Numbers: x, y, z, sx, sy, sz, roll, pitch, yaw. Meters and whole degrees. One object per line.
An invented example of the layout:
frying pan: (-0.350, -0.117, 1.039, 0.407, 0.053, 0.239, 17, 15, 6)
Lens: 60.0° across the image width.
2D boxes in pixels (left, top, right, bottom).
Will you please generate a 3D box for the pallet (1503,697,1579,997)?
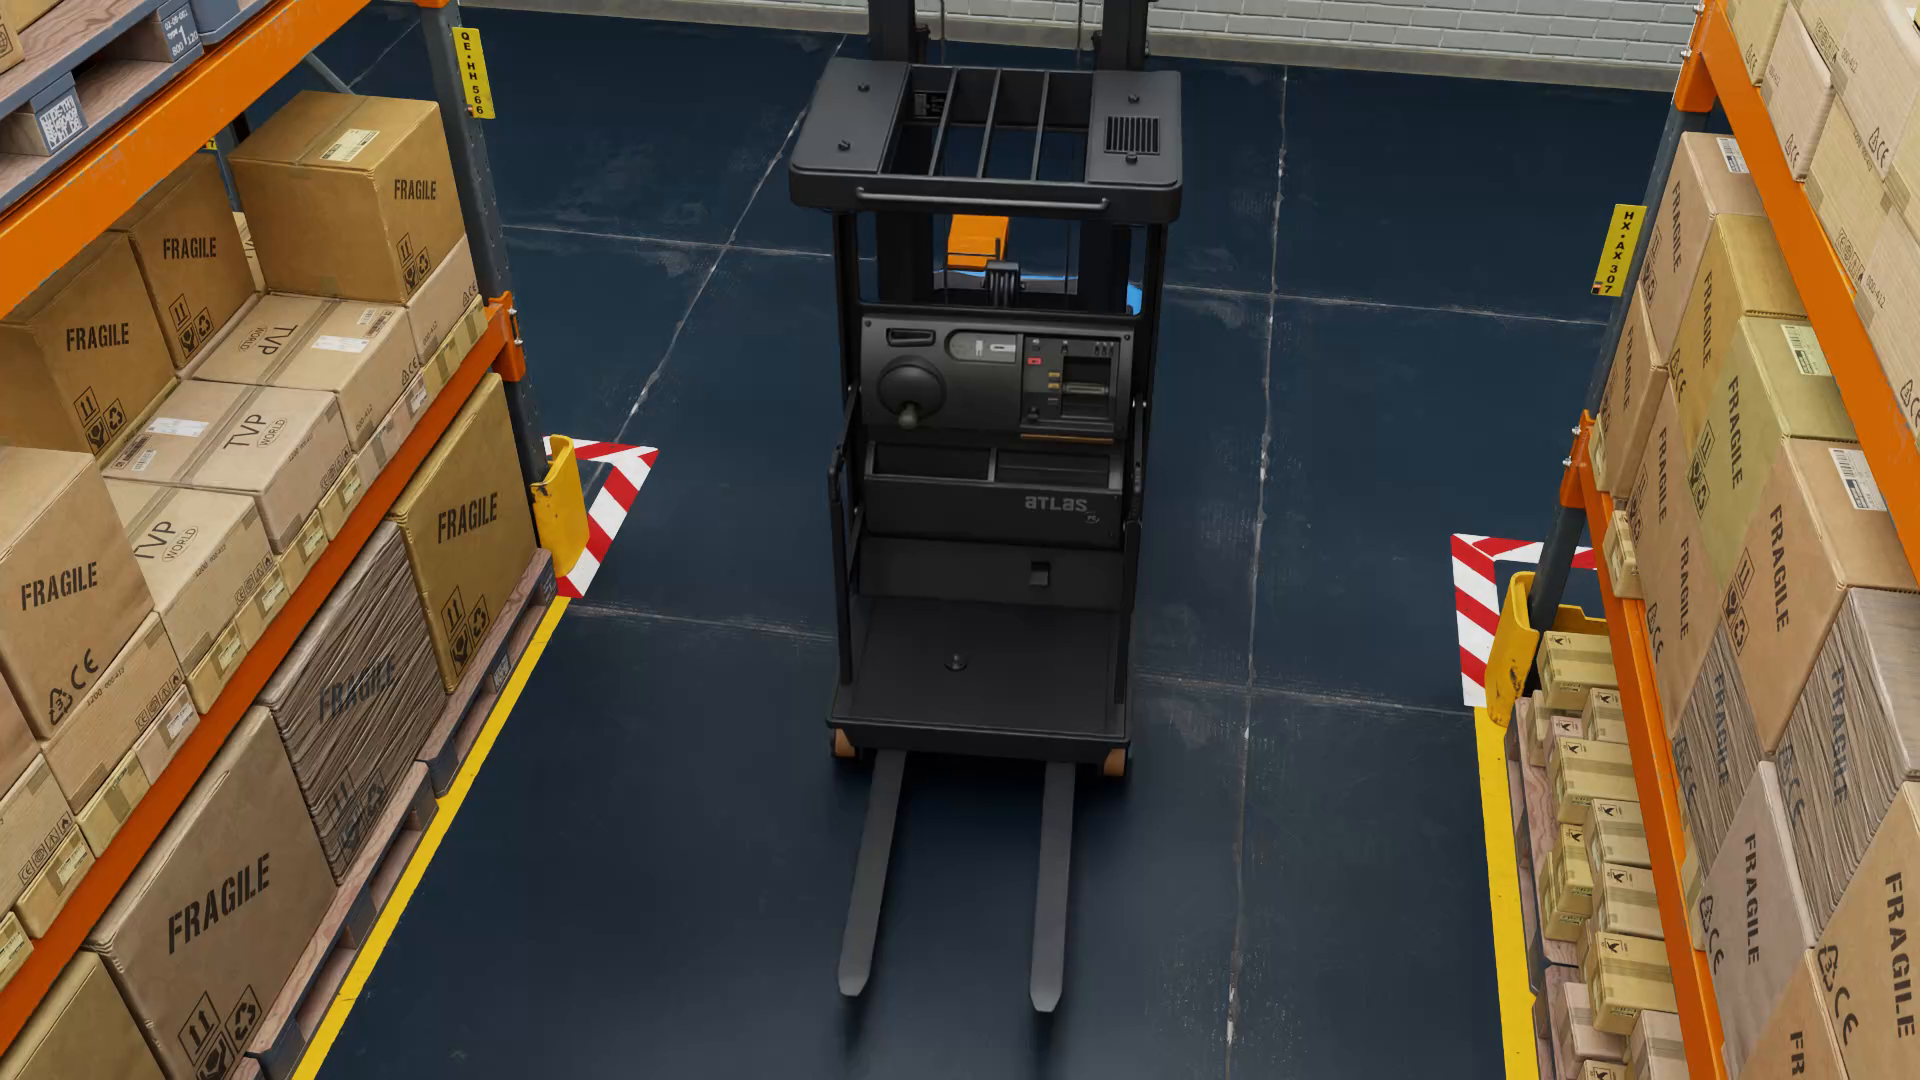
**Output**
pallet: (2.463, 1.095, 5.760, 1.003, 0.211, 1.213, 6, 40, 8)

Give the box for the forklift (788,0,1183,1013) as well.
forklift: (0.105, -0.480, 5.530, 1.130, 2.935, 3.031, 4, 40, 4)

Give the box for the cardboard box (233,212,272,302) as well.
cardboard box: (-2.565, -0.929, 5.904, 0.500, 0.250, 0.500, 5, 40, 6)

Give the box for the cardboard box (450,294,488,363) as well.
cardboard box: (-1.954, -0.787, 6.045, 0.380, 0.149, 0.250, 7, 40, 9)

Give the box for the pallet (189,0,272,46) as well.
pallet: (-2.334, -1.799, 4.787, 1.003, 0.211, 1.213, 6, 40, 8)

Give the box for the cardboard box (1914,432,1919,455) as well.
cardboard box: (1.963, -0.090, 2.769, 0.500, 0.250, 0.500, 6, 40, 7)

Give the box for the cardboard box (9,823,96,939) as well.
cardboard box: (-2.395, 0.819, 4.103, 0.380, 0.149, 0.250, 5, 40, 6)

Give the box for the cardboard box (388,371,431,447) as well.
cardboard box: (-2.042, -0.466, 5.656, 0.380, 0.149, 0.250, 6, 40, 8)

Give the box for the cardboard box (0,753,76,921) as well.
cardboard box: (-2.478, 0.732, 3.895, 0.500, 0.250, 0.500, 6, 40, 7)

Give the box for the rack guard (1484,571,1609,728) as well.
rack guard: (2.638, 0.478, 6.280, 1.175, 0.500, 0.348, 6, 40, 8)

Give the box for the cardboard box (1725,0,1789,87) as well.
cardboard box: (2.322, -1.378, 4.327, 0.500, 0.250, 0.500, 8, 40, 9)

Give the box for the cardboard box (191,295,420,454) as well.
cardboard box: (-2.127, -0.549, 5.444, 0.500, 0.250, 0.500, 6, 40, 7)

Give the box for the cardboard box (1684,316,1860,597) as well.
cardboard box: (2.119, -0.178, 4.015, 0.500, 0.500, 0.500, 6, 40, 7)

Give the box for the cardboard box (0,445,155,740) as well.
cardboard box: (-2.396, 0.113, 4.055, 0.500, 0.500, 0.500, 5, 40, 6)

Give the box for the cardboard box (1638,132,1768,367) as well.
cardboard box: (2.312, -0.820, 4.791, 0.500, 0.500, 0.500, 6, 40, 7)

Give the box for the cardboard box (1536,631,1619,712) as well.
cardboard box: (2.226, 0.465, 5.774, 0.380, 0.149, 0.250, 5, 40, 6)

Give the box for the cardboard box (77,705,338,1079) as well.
cardboard box: (-2.560, 1.053, 4.960, 0.875, 0.875, 0.875, 6, 40, 8)

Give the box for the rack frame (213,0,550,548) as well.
rack frame: (-2.216, -1.144, 6.279, 1.000, 3.000, 0.127, 6, 40, 8)

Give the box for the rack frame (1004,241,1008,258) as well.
rack frame: (0.096, -1.105, 7.645, 0.240, 1.200, 0.015, 4, 40, 4)

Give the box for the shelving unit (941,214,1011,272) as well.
shelving unit: (0.073, -0.950, 7.458, 0.258, 1.200, 0.503, 4, 40, 4)

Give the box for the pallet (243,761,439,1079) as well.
pallet: (-2.491, 1.205, 5.627, 1.003, 0.211, 1.213, 6, 40, 8)

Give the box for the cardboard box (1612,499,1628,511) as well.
cardboard box: (2.269, -0.105, 5.220, 0.380, 0.149, 0.250, 8, 40, 9)

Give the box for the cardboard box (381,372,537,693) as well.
cardboard box: (-2.248, -0.076, 6.326, 0.875, 0.875, 0.875, 6, 40, 8)

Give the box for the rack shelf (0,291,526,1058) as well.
rack shelf: (-2.562, 0.389, 4.991, 1.077, 0.370, 4.000, 6, 40, 8)

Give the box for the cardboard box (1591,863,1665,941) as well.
cardboard box: (2.108, 1.134, 4.966, 0.380, 0.149, 0.250, 8, 40, 9)

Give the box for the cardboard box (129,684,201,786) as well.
cardboard box: (-2.306, 0.501, 4.487, 0.380, 0.149, 0.250, 7, 40, 8)

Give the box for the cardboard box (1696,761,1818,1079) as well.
cardboard box: (1.943, 0.851, 3.554, 0.500, 0.500, 0.500, 6, 40, 7)

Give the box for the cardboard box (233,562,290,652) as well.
cardboard box: (-2.218, 0.172, 4.885, 0.380, 0.149, 0.250, 7, 40, 9)

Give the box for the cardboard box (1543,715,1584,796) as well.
cardboard box: (2.205, 0.755, 5.657, 0.380, 0.149, 0.250, 6, 40, 7)

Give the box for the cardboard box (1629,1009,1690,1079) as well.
cardboard box: (2.069, 1.462, 4.569, 0.380, 0.149, 0.250, 6, 40, 8)

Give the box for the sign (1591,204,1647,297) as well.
sign: (2.117, -0.927, 5.338, 0.100, 0.325, 0.005, 6, 40, 8)

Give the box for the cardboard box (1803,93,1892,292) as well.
cardboard box: (2.150, -0.723, 3.535, 0.500, 0.250, 0.500, 5, 40, 6)

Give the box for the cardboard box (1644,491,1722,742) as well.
cardboard box: (2.137, 0.209, 4.331, 0.500, 0.500, 0.500, 7, 40, 8)

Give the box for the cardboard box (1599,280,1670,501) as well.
cardboard box: (2.302, -0.435, 5.111, 0.500, 0.500, 0.500, 8, 40, 10)

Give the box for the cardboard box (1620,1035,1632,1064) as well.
cardboard box: (2.140, 1.419, 4.854, 0.380, 0.149, 0.250, 8, 40, 10)

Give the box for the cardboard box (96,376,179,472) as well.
cardboard box: (-2.739, -0.287, 5.128, 0.500, 0.250, 0.500, 5, 40, 6)

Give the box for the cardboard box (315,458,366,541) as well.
cardboard box: (-2.129, -0.146, 5.270, 0.380, 0.149, 0.250, 6, 40, 7)

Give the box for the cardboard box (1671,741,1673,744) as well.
cardboard box: (2.118, 0.555, 4.422, 0.380, 0.149, 0.250, 6, 40, 7)

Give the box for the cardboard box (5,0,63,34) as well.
cardboard box: (-2.511, -1.537, 3.914, 0.700, 0.500, 0.500, 4, 40, 5)

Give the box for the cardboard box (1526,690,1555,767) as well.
cardboard box: (2.245, 0.697, 5.961, 0.380, 0.149, 0.250, 7, 40, 9)

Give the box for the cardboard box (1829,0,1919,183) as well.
cardboard box: (2.131, -0.934, 3.397, 0.500, 0.250, 0.500, 7, 40, 8)

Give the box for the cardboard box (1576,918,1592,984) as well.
cardboard box: (2.142, 1.346, 5.176, 0.380, 0.149, 0.250, 6, 40, 8)

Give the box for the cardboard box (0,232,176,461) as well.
cardboard box: (-2.736, -0.579, 4.892, 0.500, 0.500, 0.500, 5, 40, 6)

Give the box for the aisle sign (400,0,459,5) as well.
aisle sign: (-1.908, -2.158, 5.466, 0.394, 0.787, 0.004, 6, 40, 8)

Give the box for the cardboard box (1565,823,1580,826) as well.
cardboard box: (2.245, 1.027, 5.562, 0.380, 0.149, 0.250, 7, 40, 8)

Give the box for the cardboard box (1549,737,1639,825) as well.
cardboard box: (2.127, 0.796, 5.374, 0.380, 0.149, 0.250, 6, 40, 8)

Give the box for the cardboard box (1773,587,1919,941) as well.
cardboard box: (1.961, 0.469, 3.232, 0.500, 0.500, 0.500, 7, 40, 9)

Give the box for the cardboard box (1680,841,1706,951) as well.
cardboard box: (1.978, 0.879, 4.029, 0.380, 0.149, 0.250, 7, 40, 9)

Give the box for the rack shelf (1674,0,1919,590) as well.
rack shelf: (2.305, -0.157, 3.297, 1.077, 0.370, 4.000, 6, 40, 8)

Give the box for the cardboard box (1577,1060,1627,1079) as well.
cardboard box: (1.991, 1.669, 4.785, 0.380, 0.149, 0.250, 6, 40, 8)

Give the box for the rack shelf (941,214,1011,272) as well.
rack shelf: (0.073, -1.253, 7.207, 0.258, 0.148, 0.480, 4, 40, 4)

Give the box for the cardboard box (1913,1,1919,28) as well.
cardboard box: (2.068, -0.999, 3.162, 0.380, 0.149, 0.250, 8, 40, 9)

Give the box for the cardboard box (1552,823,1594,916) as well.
cardboard box: (2.098, 1.067, 5.279, 0.380, 0.149, 0.250, 8, 40, 9)

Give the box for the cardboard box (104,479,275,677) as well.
cardboard box: (-2.301, 0.098, 4.662, 0.500, 0.250, 0.500, 6, 40, 8)
